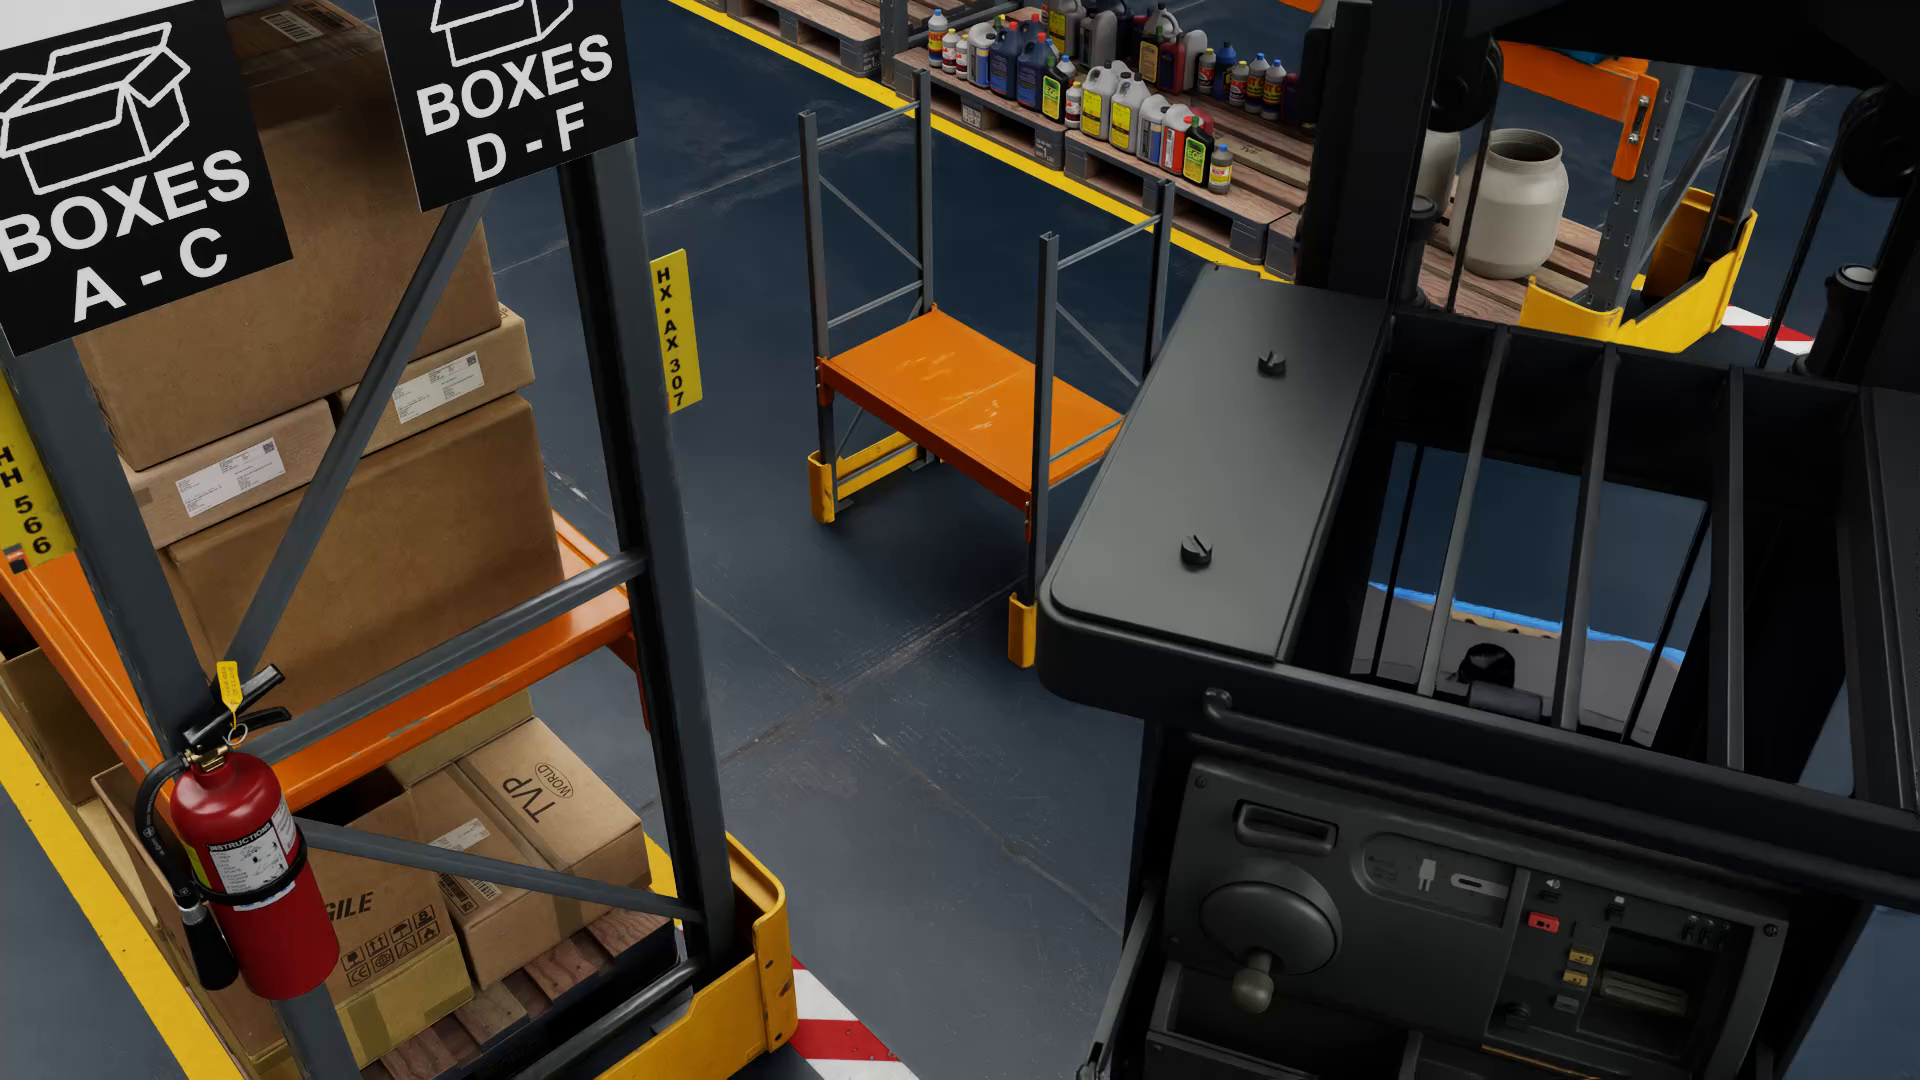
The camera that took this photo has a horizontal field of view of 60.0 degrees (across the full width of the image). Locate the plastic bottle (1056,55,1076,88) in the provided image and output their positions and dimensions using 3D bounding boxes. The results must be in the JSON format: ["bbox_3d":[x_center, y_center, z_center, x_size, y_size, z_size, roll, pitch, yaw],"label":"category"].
[{"bbox_3d":[0.494,-2.153,7.849,0.097,0.271,0.097,0,39,0],"label":"plastic bottle"}]

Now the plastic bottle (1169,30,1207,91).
[{"bbox_3d":[1.102,-2.353,8.094,0.152,0.276,0.135,-29,47,-31],"label":"plastic bottle"}]

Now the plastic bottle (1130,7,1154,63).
[{"bbox_3d":[0.917,-2.525,8.301,0.061,0.283,0.133,-27,46,-29],"label":"plastic bottle"}]

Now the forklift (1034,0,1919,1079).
[{"bbox_3d":[0.734,0.718,2.528,1.130,2.935,3.031,13,41,15],"label":"forklift"}]

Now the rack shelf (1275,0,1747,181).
[{"bbox_3d":[1.351,-2.527,7.064,1.077,0.370,4.000,-30,48,-32],"label":"rack shelf"}]

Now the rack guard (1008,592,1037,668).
[{"bbox_3d":[0.388,0.169,5.342,0.587,0.250,0.087,-30,48,-32],"label":"rack guard"}]

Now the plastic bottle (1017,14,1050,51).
[{"bbox_3d":[0.345,-2.384,8.073,0.144,0.351,0.185,-30,48,-32],"label":"plastic bottle"}]

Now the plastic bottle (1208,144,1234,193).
[{"bbox_3d":[1.139,-1.627,7.255,0.097,0.201,0.097,0,39,0],"label":"plastic bottle"}]

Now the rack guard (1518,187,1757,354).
[{"bbox_3d":[2.618,-0.924,6.496,1.175,0.500,0.348,-30,48,-32],"label":"rack guard"}]

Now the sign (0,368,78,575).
[{"bbox_3d":[-1.356,-0.096,2.372,0.100,0.325,0.005,-30,48,-32],"label":"sign"}]

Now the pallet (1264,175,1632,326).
[{"bbox_3d":[2.072,-1.190,7.055,1.003,0.211,1.213,-30,48,-32],"label":"pallet"}]

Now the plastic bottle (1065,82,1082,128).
[{"bbox_3d":[0.541,-2.037,7.762,0.097,0.201,0.097,0,39,0],"label":"plastic bottle"}]

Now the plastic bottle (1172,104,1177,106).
[{"bbox_3d":[0.974,-1.882,7.569,0.097,0.201,0.097,0,39,0],"label":"plastic bottle"}]

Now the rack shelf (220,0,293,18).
[{"bbox_3d":[-2.300,-1.591,3.517,1.077,0.370,4.000,-30,48,-32],"label":"rack shelf"}]

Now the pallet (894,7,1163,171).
[{"bbox_3d":[0.422,-2.319,8.453,1.003,0.211,1.213,-30,48,-32],"label":"pallet"}]

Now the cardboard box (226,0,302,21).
[{"bbox_3d":[-1.649,-0.809,3.252,0.700,0.500,0.500,-31,48,-33],"label":"cardboard box"}]

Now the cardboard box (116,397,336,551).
[{"bbox_3d":[-1.346,-0.165,2.971,0.380,0.149,0.250,-31,48,-32],"label":"cardboard box"}]

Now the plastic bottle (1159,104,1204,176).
[{"bbox_3d":[0.989,-1.785,7.390,0.152,0.276,0.135,-30,47,-31],"label":"plastic bottle"}]

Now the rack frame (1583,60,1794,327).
[{"bbox_3d":[2.704,-1.881,5.692,1.000,3.000,0.127,-30,48,-32],"label":"rack frame"}]

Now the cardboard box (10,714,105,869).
[{"bbox_3d":[-2.214,0.549,4.537,0.500,0.250,0.500,-30,48,-32],"label":"cardboard box"}]

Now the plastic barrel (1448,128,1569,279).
[{"bbox_3d":[2.202,-1.349,6.679,0.421,0.512,0.421,0,39,0],"label":"plastic barrel"}]

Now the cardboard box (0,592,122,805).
[{"bbox_3d":[-2.216,0.258,4.300,0.500,0.500,0.500,-30,48,-32],"label":"cardboard box"}]

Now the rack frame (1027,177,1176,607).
[{"bbox_3d":[0.402,-0.309,4.939,0.500,1.500,0.032,-30,48,-32],"label":"rack frame"}]

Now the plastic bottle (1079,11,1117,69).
[{"bbox_3d":[0.684,-2.505,8.282,0.152,0.276,0.135,-30,48,-32],"label":"plastic bottle"}]

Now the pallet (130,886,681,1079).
[{"bbox_3d":[-1.495,0.971,4.380,1.003,0.211,1.213,-30,48,-32],"label":"pallet"}]

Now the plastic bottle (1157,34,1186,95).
[{"bbox_3d":[1.024,-2.311,8.035,0.061,0.283,0.133,-30,48,-32],"label":"plastic bottle"}]

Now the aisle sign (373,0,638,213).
[{"bbox_3d":[-0.677,-0.889,2.395,0.394,0.787,0.004,-30,48,-32],"label":"aisle sign"}]

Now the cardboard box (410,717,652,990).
[{"bbox_3d":[-1.146,0.786,4.244,0.500,0.250,0.500,-30,48,-32],"label":"cardboard box"}]

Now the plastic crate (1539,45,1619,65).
[{"bbox_3d":[2.145,-1.928,5.868,0.499,0.251,0.616,-30,48,-32],"label":"plastic crate"}]

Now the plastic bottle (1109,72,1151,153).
[{"bbox_3d":[0.780,-1.953,7.539,0.144,0.351,0.185,-28,47,-30],"label":"plastic bottle"}]

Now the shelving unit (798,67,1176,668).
[{"bbox_3d":[0.052,-0.548,5.235,0.587,1.500,1.083,-30,48,-32],"label":"shelving unit"}]

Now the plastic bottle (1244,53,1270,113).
[{"bbox_3d":[1.408,-2.167,7.868,0.097,0.271,0.097,0,39,0],"label":"plastic bottle"}]

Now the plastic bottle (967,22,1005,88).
[{"bbox_3d":[0.130,-2.372,8.118,0.152,0.276,0.135,-28,47,-30],"label":"plastic bottle"}]

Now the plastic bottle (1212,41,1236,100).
[{"bbox_3d":[1.271,-2.261,7.984,0.097,0.271,0.097,0,39,0],"label":"plastic bottle"}]

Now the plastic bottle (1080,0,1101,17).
[{"bbox_3d":[0.646,-2.698,8.461,0.144,0.351,0.185,-31,48,-33],"label":"plastic bottle"}]

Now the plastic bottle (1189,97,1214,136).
[{"bbox_3d":[1.067,-1.833,7.444,0.061,0.283,0.133,-30,48,-32],"label":"plastic bottle"}]

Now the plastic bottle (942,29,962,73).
[{"bbox_3d":[-0.040,-2.434,8.254,0.097,0.201,0.097,0,39,0],"label":"plastic bottle"}]

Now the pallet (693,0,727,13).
[{"bbox_3d":[-1.391,-3.559,9.989,1.003,0.211,1.213,-30,48,-32],"label":"pallet"}]

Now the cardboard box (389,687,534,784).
[{"bbox_3d":[-1.486,0.263,4.294,0.500,0.500,0.500,-30,48,-32],"label":"cardboard box"}]

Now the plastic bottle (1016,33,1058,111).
[{"bbox_3d":[0.366,-2.236,7.889,0.185,0.351,0.144,32,49,33],"label":"plastic bottle"}]

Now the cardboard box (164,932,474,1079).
[{"bbox_3d":[-1.528,1.006,3.972,0.500,0.250,0.500,-30,48,-32],"label":"cardboard box"}]

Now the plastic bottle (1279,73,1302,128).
[{"bbox_3d":[1.568,-2.080,7.749,0.061,0.283,0.133,-29,47,-31],"label":"plastic bottle"}]
